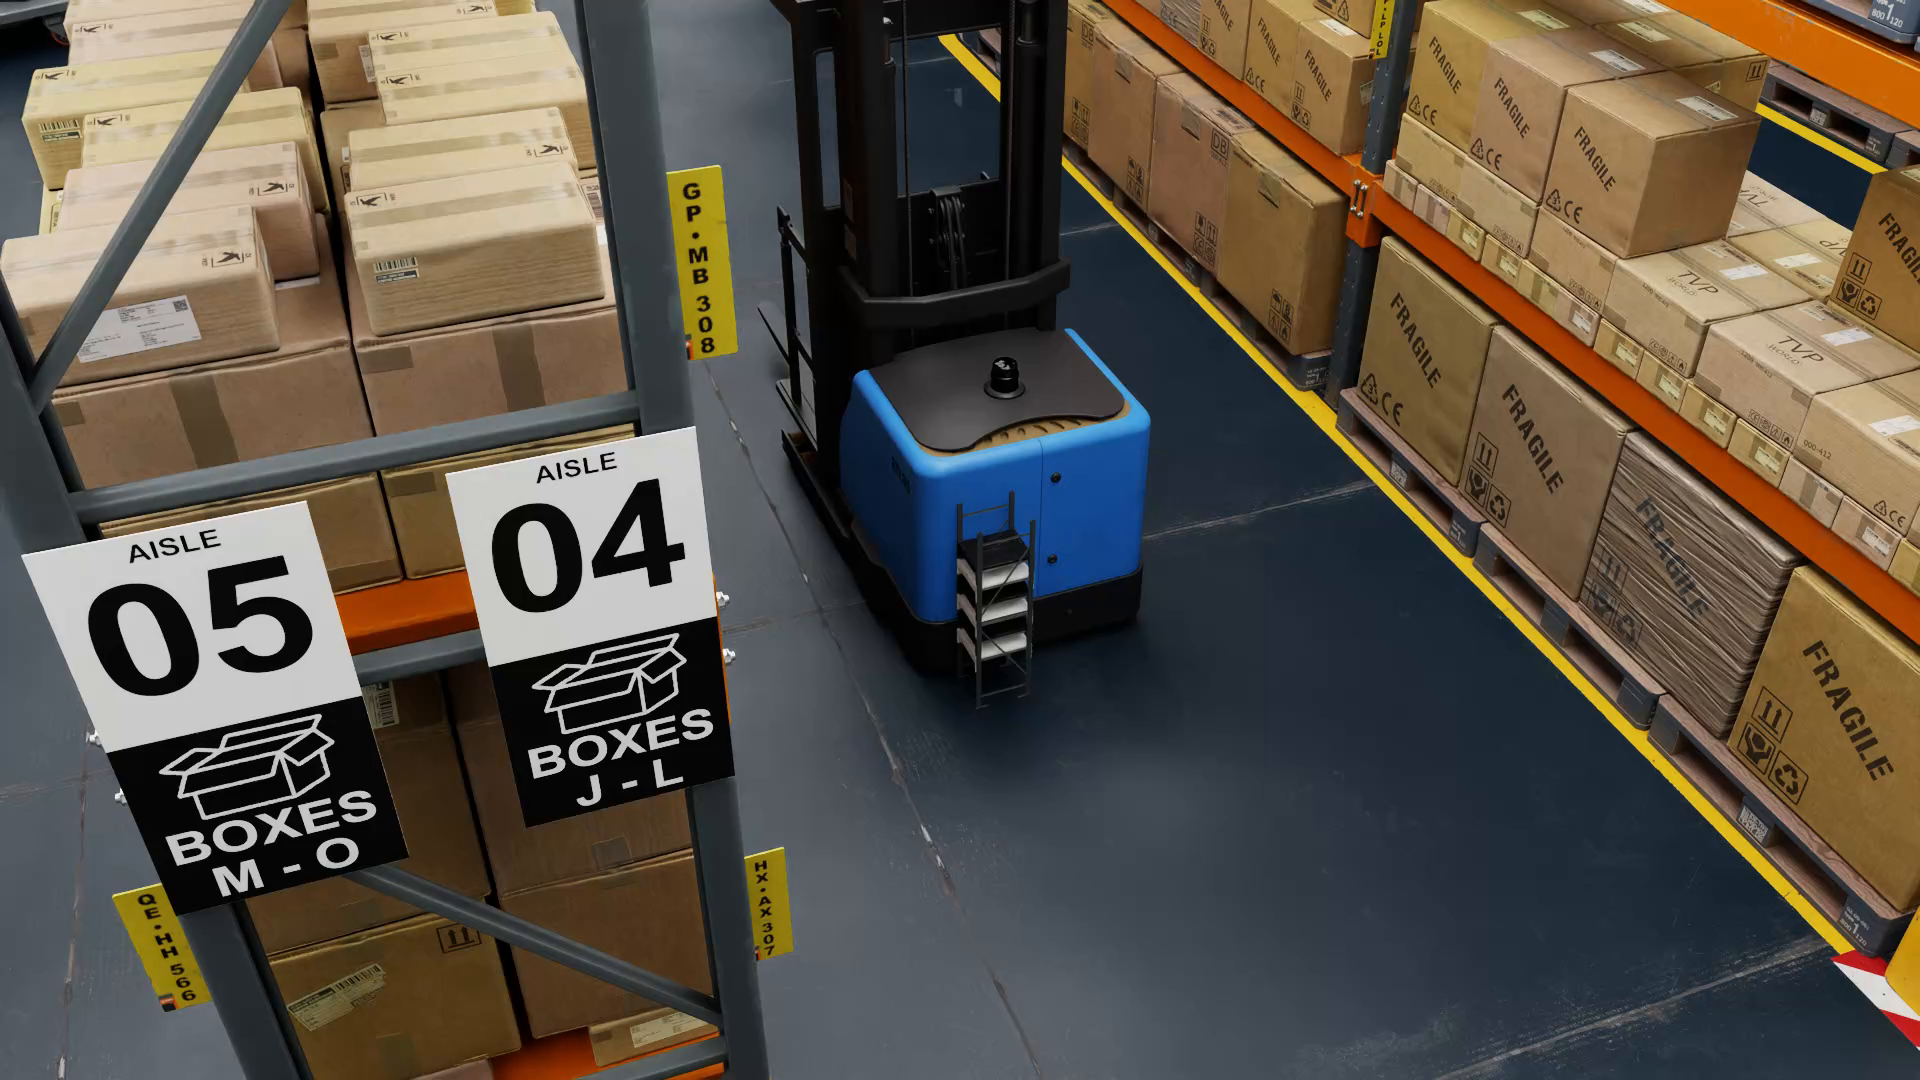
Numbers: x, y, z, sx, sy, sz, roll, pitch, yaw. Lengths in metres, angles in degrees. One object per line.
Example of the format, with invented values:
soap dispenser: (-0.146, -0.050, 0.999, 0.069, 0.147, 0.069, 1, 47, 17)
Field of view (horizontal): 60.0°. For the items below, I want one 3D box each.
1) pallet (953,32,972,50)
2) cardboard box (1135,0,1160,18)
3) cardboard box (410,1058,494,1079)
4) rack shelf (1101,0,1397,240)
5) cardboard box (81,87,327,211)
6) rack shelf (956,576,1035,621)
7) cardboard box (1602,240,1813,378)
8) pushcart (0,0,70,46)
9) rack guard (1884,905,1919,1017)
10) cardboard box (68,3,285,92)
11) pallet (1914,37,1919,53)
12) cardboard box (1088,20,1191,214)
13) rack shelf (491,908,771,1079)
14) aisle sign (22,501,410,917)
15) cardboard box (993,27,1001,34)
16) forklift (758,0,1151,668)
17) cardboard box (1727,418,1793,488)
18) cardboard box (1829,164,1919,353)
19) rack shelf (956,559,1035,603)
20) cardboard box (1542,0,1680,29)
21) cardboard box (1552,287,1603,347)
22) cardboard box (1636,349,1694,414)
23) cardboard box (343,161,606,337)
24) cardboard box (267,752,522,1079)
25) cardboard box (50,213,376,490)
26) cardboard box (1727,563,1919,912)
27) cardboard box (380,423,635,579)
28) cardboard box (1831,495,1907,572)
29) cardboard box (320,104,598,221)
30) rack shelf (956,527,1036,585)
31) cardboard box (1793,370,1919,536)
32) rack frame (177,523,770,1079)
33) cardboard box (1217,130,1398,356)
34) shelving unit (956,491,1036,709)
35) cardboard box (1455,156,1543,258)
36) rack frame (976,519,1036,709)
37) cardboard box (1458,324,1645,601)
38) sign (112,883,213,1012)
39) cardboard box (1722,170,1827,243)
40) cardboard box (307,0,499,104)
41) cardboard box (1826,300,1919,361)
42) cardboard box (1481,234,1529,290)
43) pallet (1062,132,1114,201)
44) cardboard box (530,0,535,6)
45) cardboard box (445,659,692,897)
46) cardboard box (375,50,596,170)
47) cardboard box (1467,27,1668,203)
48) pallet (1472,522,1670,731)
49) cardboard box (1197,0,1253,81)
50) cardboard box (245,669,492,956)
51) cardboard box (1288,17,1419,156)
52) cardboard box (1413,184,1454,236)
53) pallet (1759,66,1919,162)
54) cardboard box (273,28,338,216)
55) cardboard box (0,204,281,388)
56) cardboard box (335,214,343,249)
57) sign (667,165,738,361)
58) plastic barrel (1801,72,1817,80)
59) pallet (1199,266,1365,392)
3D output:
pallet: (0.336, -4.273, 13.248, 1.003, 0.211, 1.213, -12, 39, -16)
cardboard box: (1.291, -3.387, 9.670, 0.500, 0.500, 0.500, -13, 39, -17)
cardboard box: (-1.297, 1.207, 3.864, 0.380, 0.149, 0.250, -12, 39, -16)
rack shelf: (1.708, -2.840, 9.625, 1.077, 0.370, 4.000, -12, 39, -16)
cardboard box: (-1.391, -0.697, 3.066, 0.380, 0.149, 0.250, -14, 39, -17)
rack shelf: (0.140, 0.205, 6.635, 0.258, 0.077, 0.200, -13, 39, -17)
cardboard box: (2.824, -0.883, 6.307, 0.500, 0.250, 0.500, -12, 39, -16)
pushcart: (-7.538, -3.918, 12.638, 1.648, 0.377, 0.936, -27, 45, -31)
rack guard: (3.781, 1.274, 5.643, 1.175, 0.500, 0.348, -12, 39, -16)
cardboard box: (-1.614, -0.979, 3.441, 0.380, 0.149, 0.250, -13, 39, -17)
pallet: (3.508, -1.318, 4.587, 1.003, 0.211, 1.213, -12, 39, -16)
cardboard box: (1.537, -2.677, 10.228, 1.225, 0.875, 0.875, -12, 39, -16)
rack shelf: (-1.607, 0.389, 5.338, 1.077, 0.370, 4.000, -12, 39, -16)
aisle sign: (-1.176, 0.297, 2.702, 0.394, 0.787, 0.004, -12, 39, -16)
cardboard box: (0.568, -4.119, 12.438, 0.700, 0.500, 0.500, -16, 40, -20)
forklift: (-0.233, -1.523, 7.336, 1.130, 2.935, 3.031, -13, 39, -17)
cardboard box: (2.988, -0.347, 5.927, 0.380, 0.149, 0.250, -13, 39, -17)
cardboard box: (3.505, -0.997, 5.835, 0.500, 0.500, 0.500, -13, 39, -17)
rack shelf: (0.140, 0.133, 6.581, 0.258, 0.077, 0.200, -13, 39, -17)
cardboard box: (2.806, -2.152, 7.368, 0.500, 0.500, 0.500, -11, 38, -15)
cardboard box: (2.632, -0.929, 6.699, 0.380, 0.149, 0.250, -12, 39, -15)
cardboard box: (2.815, -0.634, 6.308, 0.380, 0.149, 0.250, -12, 39, -15)
cardboard box: (-0.817, -0.495, 2.799, 0.380, 0.149, 0.250, -13, 39, -16)
cardboard box: (-1.315, 0.873, 3.768, 0.500, 0.500, 0.500, -12, 39, -15)
cardboard box: (-1.316, -0.314, 2.889, 0.500, 0.250, 0.500, -14, 39, -17)
cardboard box: (3.477, 0.598, 5.880, 0.875, 0.875, 0.875, -12, 39, -16)
cardboard box: (-0.834, -0.213, 3.171, 0.500, 0.250, 0.500, -11, 38, -14)
cardboard box: (3.164, -0.060, 5.545, 0.380, 0.149, 0.250, -12, 39, -16)
cardboard box: (-1.007, -0.702, 3.405, 0.500, 0.250, 0.500, -13, 39, -17)
rack shelf: (0.140, 0.061, 6.527, 0.258, 0.077, 0.200, -13, 39, -17)
cardboard box: (3.183, -0.302, 5.536, 0.500, 0.250, 0.500, -13, 39, -17)
rack frame: (-0.919, 1.232, 3.621, 1.000, 3.000, 0.127, -12, 39, -16)
cardboard box: (2.157, -1.674, 8.896, 1.225, 0.875, 0.875, -12, 39, -16)
shelving unit: (0.140, 0.250, 6.670, 0.258, 0.900, 0.210, -13, 39, -17)
cardboard box: (2.478, -1.455, 7.066, 0.500, 0.250, 0.500, -13, 39, -16)
rack frame: (0.177, 0.307, 6.594, 0.240, 0.900, 0.006, -13, 39, -17)
cardboard box: (2.858, -0.419, 7.230, 0.875, 0.875, 0.875, -12, 39, -16)
sign: (-1.447, 0.747, 3.040, 0.100, 0.325, 0.005, -12, 39, -16)
cardboard box: (3.151, -1.281, 6.835, 0.500, 0.250, 0.500, -12, 39, -15)
cardboard box: (-1.183, -1.073, 3.566, 0.380, 0.149, 0.250, -11, 38, -15)
cardboard box: (3.506, -0.701, 6.065, 0.500, 0.250, 0.500, -14, 39, -17)
cardboard box: (2.460, -1.216, 7.080, 0.380, 0.149, 0.250, -13, 39, -17)
pallet: (1.220, -2.682, 11.136, 1.003, 0.211, 1.213, -12, 39, -16)
cardboard box: (-1.345, -1.276, 4.167, 0.500, 0.250, 0.500, -14, 39, -18)
cardboard box: (-0.824, 0.365, 3.611, 0.500, 0.500, 0.500, -13, 39, -16)
cardboard box: (-0.912, -0.812, 3.219, 0.380, 0.149, 0.250, -12, 39, -16)
cardboard box: (2.483, -1.753, 6.838, 0.500, 0.500, 0.500, -12, 39, -16)
pallet: (3.008, 0.252, 7.240, 1.003, 0.211, 1.213, -12, 39, -16)
cardboard box: (1.629, -2.820, 8.917, 0.500, 0.500, 0.500, -13, 39, -16)
cardboard box: (-1.310, 0.467, 3.476, 0.500, 0.500, 0.500, -13, 39, -17)
cardboard box: (1.979, -2.245, 8.154, 0.500, 0.500, 0.500, -12, 39, -16)
cardboard box: (2.276, -1.513, 7.474, 0.380, 0.149, 0.250, -14, 39, -17)
pallet: (6.397, -3.044, 11.616, 1.003, 0.211, 1.213, -12, 39, -16)
cardboard box: (-1.667, -0.892, 3.657, 0.500, 0.250, 0.500, -12, 39, -15)
cardboard box: (-1.309, -0.392, 2.662, 0.380, 0.149, 0.250, -13, 39, -16)
cardboard box: (-1.665, -0.678, 3.789, 0.500, 0.250, 0.500, -11, 38, -14)
sign: (-0.410, -0.428, 2.605, 0.100, 0.325, 0.005, -12, 39, -16)
plastic barrel: (6.243, -3.576, 11.660, 0.600, 0.588, 0.708, -12, 39, -16)
pallet: (2.060, -1.304, 9.306, 1.003, 0.211, 1.213, -12, 39, -16)
